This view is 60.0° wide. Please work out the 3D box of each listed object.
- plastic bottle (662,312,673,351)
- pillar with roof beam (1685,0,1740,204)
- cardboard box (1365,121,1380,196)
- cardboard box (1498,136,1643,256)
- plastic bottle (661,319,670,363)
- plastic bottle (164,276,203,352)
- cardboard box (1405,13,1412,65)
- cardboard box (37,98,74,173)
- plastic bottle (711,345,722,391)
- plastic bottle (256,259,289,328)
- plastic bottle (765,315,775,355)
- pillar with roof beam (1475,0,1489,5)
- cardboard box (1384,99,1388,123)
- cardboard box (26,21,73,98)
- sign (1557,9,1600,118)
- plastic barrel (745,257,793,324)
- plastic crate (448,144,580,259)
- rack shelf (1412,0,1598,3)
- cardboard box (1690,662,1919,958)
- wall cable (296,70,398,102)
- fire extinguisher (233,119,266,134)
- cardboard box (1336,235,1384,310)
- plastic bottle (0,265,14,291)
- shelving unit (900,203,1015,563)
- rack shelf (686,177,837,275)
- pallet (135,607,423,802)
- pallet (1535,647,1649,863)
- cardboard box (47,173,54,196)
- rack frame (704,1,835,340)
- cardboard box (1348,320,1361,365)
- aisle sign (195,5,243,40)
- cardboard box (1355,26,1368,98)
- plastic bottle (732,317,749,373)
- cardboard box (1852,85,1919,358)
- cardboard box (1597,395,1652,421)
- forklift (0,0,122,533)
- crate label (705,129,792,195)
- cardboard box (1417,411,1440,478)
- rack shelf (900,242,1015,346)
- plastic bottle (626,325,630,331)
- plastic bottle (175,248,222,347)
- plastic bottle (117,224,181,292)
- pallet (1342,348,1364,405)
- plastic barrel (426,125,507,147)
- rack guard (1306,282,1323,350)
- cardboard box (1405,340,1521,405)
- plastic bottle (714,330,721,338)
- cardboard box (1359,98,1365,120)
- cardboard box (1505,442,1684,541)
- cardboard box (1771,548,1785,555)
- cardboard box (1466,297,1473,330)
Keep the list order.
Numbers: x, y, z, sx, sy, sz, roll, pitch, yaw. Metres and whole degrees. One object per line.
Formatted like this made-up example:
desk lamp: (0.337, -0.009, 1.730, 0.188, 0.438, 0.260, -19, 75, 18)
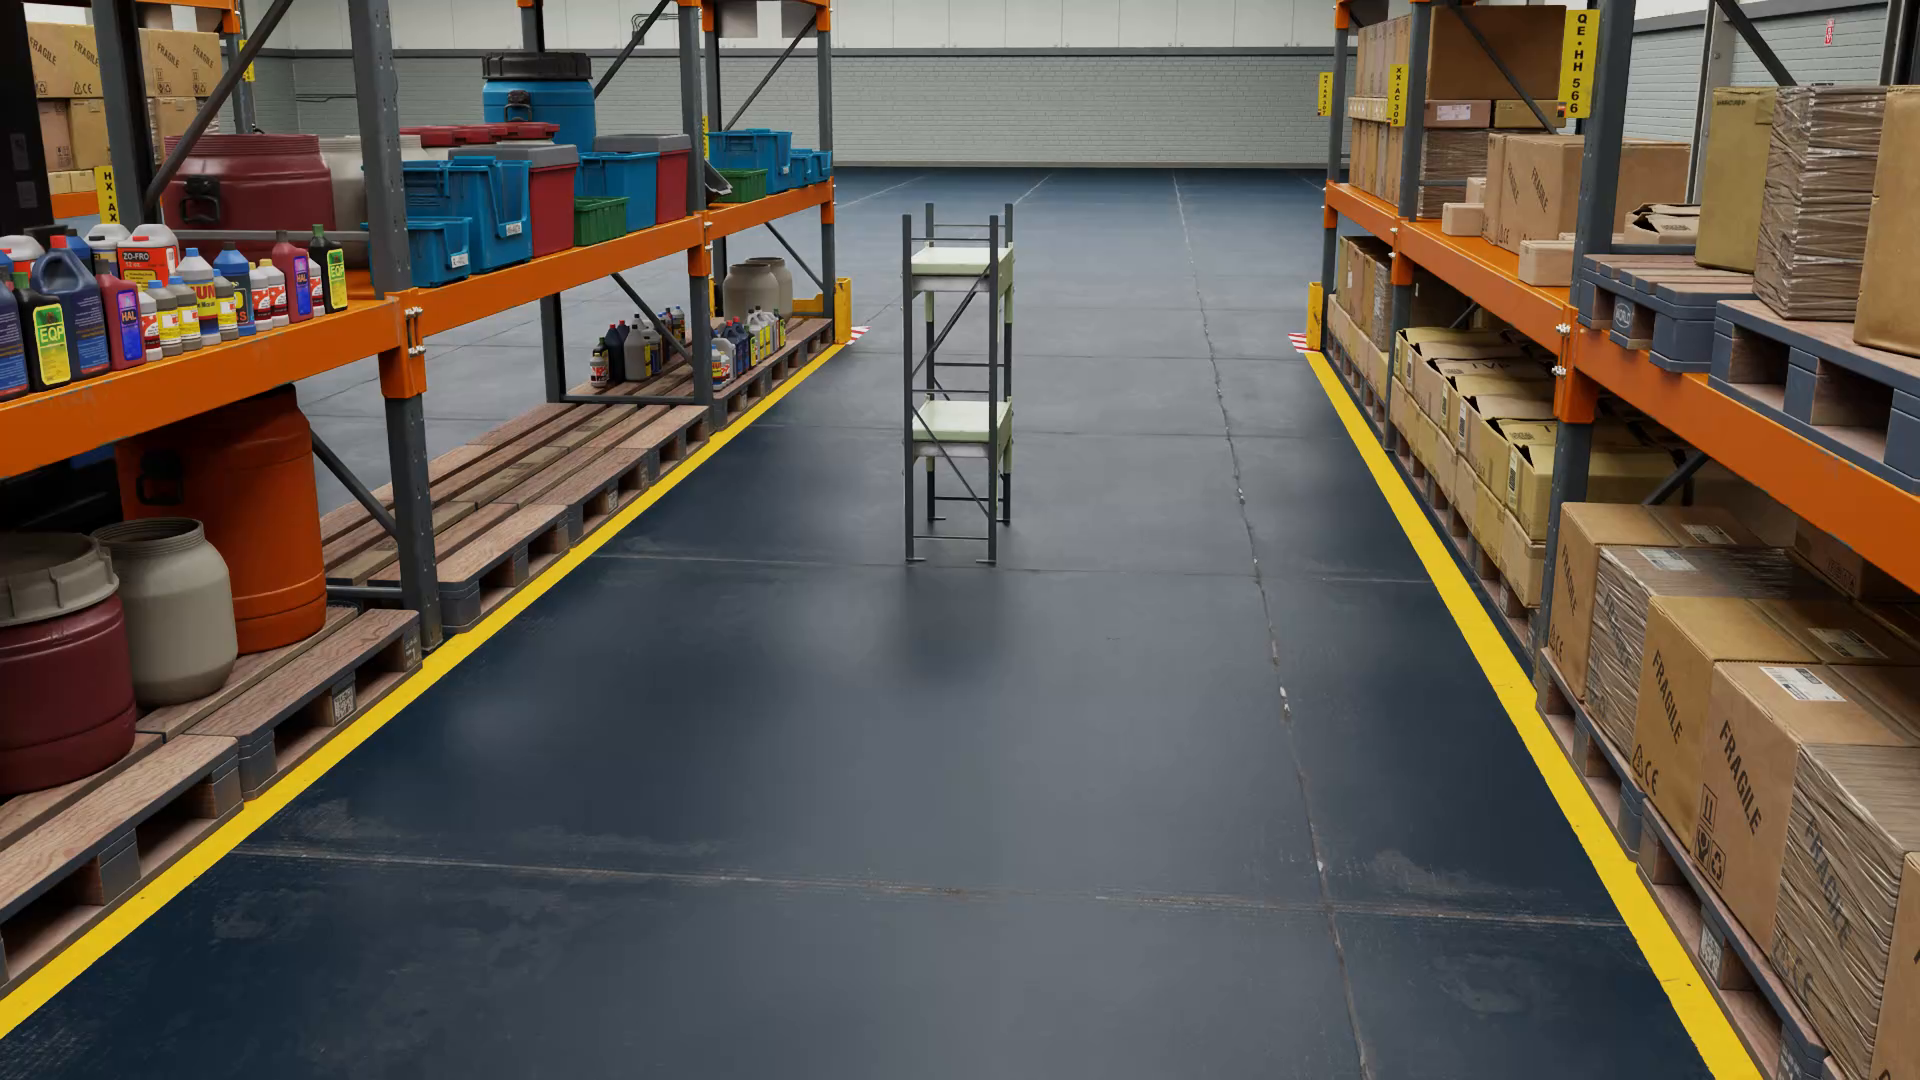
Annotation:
plastic bottle: (-2.088, -1.480, 11.771, 0.097, 0.271, 0.097, 0, 15, 0)
pillar with roof beam: (6.166, -8.770, 22.857, 9.100, 9.000, 0.400, 2, 15, 6)
cardboard box: (3.204, -2.650, 11.524, 0.700, 0.500, 0.500, 2, 15, 7)
cardboard box: (2.716, -1.533, 7.393, 0.500, 0.500, 0.500, 2, 15, 6)
plastic bottle: (-2.014, -1.346, 11.254, 0.061, 0.283, 0.133, 2, 15, 6)
plastic bottle: (-2.172, -0.630, 4.628, 0.097, 0.201, 0.097, 0, 15, 0)
cardboard box: (3.034, -2.871, 9.855, 0.700, 0.500, 0.500, 2, 15, 6)
cardboard box: (-6.748, -2.811, 11.548, 0.875, 0.500, 0.500, 2, 15, 6)
plastic bottle: (-1.515, -1.062, 10.226, 0.097, 0.271, 0.097, 0, 15, 0)
plastic bottle: (-2.117, -0.757, 5.094, 0.097, 0.201, 0.097, 0, 15, 0)
plastic bottle: (-1.378, -1.442, 11.623, 0.152, 0.276, 0.135, 1, 15, 5)
pillar with roof beam: (8.197, -13.439, 40.122, 9.100, 9.000, 0.400, 2, 15, 6)
cardboard box: (2.897, -2.717, 10.531, 0.380, 0.149, 0.250, 2, 15, 8)
cardboard box: (-6.493, -3.286, 11.390, 0.500, 0.500, 0.500, 2, 15, 6)
sign: (1.932, -1.487, 5.196, 0.100, 0.325, 0.005, 2, 15, 6)
plastic barrel: (-1.534, -1.963, 13.137, 0.421, 0.512, 0.421, 0, 15, 0)
plastic crate: (-1.952, -1.500, 7.341, 0.402, 0.464, 0.583, 2, 15, 6)
rack shelf: (2.709, -2.532, 6.911, 1.077, 0.370, 4.000, 2, 15, 6)
cardboard box: (1.979, 0.593, 3.669, 0.500, 0.500, 0.500, 1, 15, 4)
wall cable: (-17.178, -13.466, 46.172, 3.097, 2.526, 0.112, 2, 15, 6)
fire extinguisher: (-5.986, -3.259, 14.115, 0.296, 0.674, 0.183, 2, 15, 6)
cardboard box: (3.050, -1.962, 12.199, 0.500, 0.500, 0.500, 2, 15, 6)
plastic bottle: (-2.353, -0.545, 4.156, 0.061, 0.283, 0.133, 2, 15, 6)
shelving unit: (0.001, -0.726, 7.473, 0.431, 1.500, 0.755, 2, 15, 6)
rack shelf: (-1.761, -2.268, 11.682, 1.077, 0.370, 4.000, 2, 15, 6)
pallet: (-2.485, 0.493, 5.436, 1.003, 0.211, 1.213, 2, 15, 6)
pallet: (2.362, 0.626, 4.942, 1.003, 0.211, 1.213, 2, 15, 6)
cardboard box: (-6.455, -2.427, 11.373, 0.380, 0.149, 0.250, 2, 15, 6)
rack frame: (-1.535, -3.134, 13.506, 1.000, 3.000, 0.127, 2, 15, 6)
cardboard box: (2.934, -1.341, 11.339, 0.500, 0.250, 0.500, 2, 15, 6)
aisle sign: (-6.151, -4.542, 13.733, 0.394, 0.787, 0.004, 2, 15, 6)
cardboard box: (3.315, -3.527, 12.284, 0.700, 0.500, 0.500, 2, 15, 6)
plastic bottle: (-1.462, -1.276, 10.868, 0.144, 0.351, 0.185, 1, 15, 4)
cardboard box: (2.170, -0.586, 3.087, 0.700, 0.500, 0.500, -2, 15, -8)
cardboard box: (2.945, -0.454, 6.985, 0.500, 0.311, 0.500, 1, 15, 5)
forklift: (-4.655, -1.340, 7.003, 1.130, 2.935, 3.031, 2, 15, 7)
crate label: (-1.474, -2.666, 11.707, 0.502, 0.435, 0.616, 2, 15, 6)
cardboard box: (2.528, -0.461, 8.083, 0.500, 0.250, 0.500, 1, 15, 5)
rack shelf: (0.001, -1.102, 7.371, 0.431, 0.370, 0.720, 2, 15, 6)
plastic bottle: (-2.202, -1.267, 10.961, 0.061, 0.283, 0.133, 3, 15, 10)
plastic bottle: (-2.161, -0.689, 4.712, 0.097, 0.271, 0.097, 0, 15, 0)
plastic bottle: (-2.657, -0.892, 5.453, 0.152, 0.276, 0.135, 2, 15, 6)
pallet: (3.201, -1.126, 11.422, 1.003, 0.211, 1.213, 2, 15, 6)
plastic barrel: (-2.395, -1.730, 8.054, 0.433, 0.535, 0.433, 0, 15, 0)
rack guard: (3.389, -1.787, 13.312, 1.175, 0.500, 0.348, 2, 15, 6)
cardboard box: (2.579, -0.866, 8.509, 0.500, 0.311, 0.500, 2, 15, 6)
plastic bottle: (-1.587, -1.230, 10.850, 0.097, 0.271, 0.097, 0, 15, 0)
cardboard box: (3.041, -3.055, 11.778, 0.380, 0.149, 0.250, 1, 15, 5)
cardboard box: (2.298, -0.202, 6.050, 0.500, 0.311, 0.500, 2, 15, 8)
cardboard box: (2.834, 0.085, 6.064, 0.500, 0.250, 0.500, 2, 15, 6)
cardboard box: (3.347, -1.428, 10.224, 0.500, 0.500, 0.500, 2, 15, 6)
